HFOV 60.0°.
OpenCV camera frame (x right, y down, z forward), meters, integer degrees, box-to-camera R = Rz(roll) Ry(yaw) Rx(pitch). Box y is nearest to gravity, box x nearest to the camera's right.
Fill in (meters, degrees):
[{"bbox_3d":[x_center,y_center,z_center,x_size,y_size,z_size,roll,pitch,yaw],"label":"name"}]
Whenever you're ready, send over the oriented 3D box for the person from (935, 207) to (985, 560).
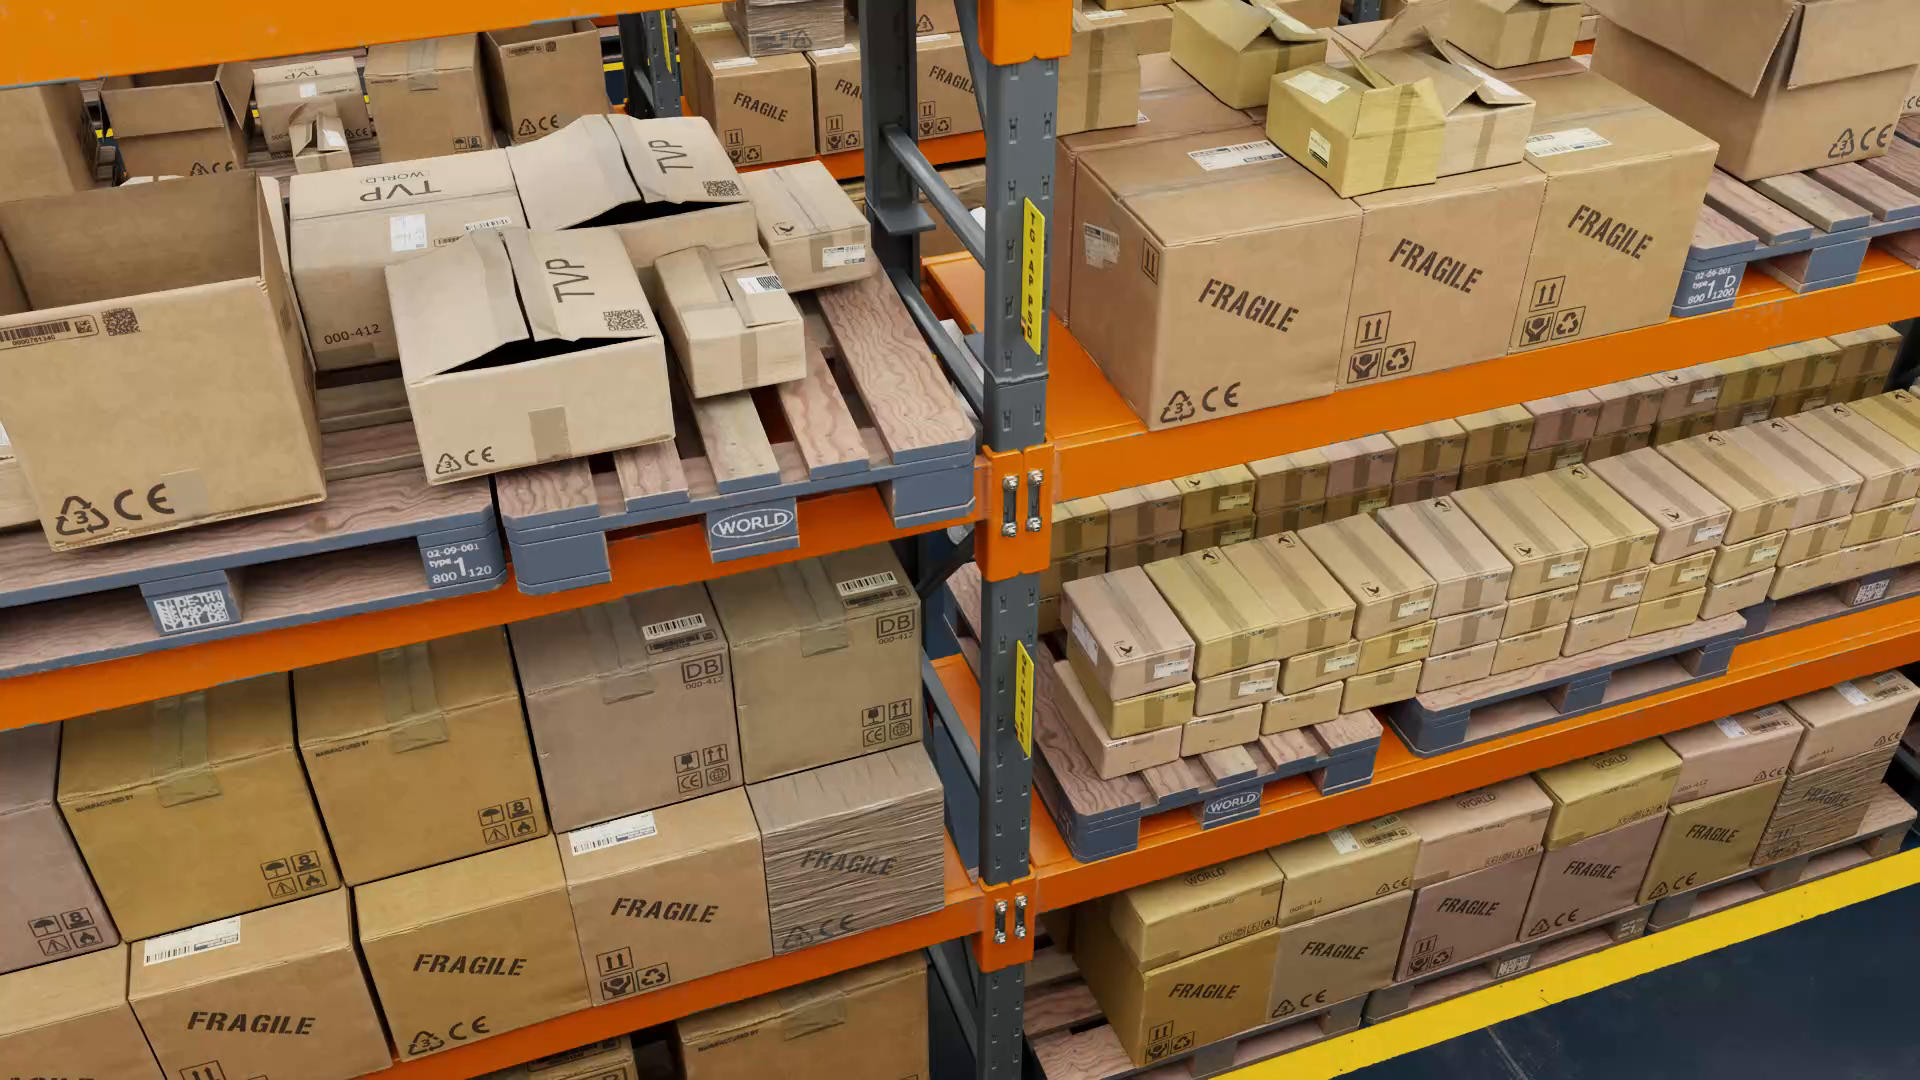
[{"bbox_3d":[0.153,-0.698,7.679,0.631,1.760,0.463,-13,39,-16],"label":"person"}]
